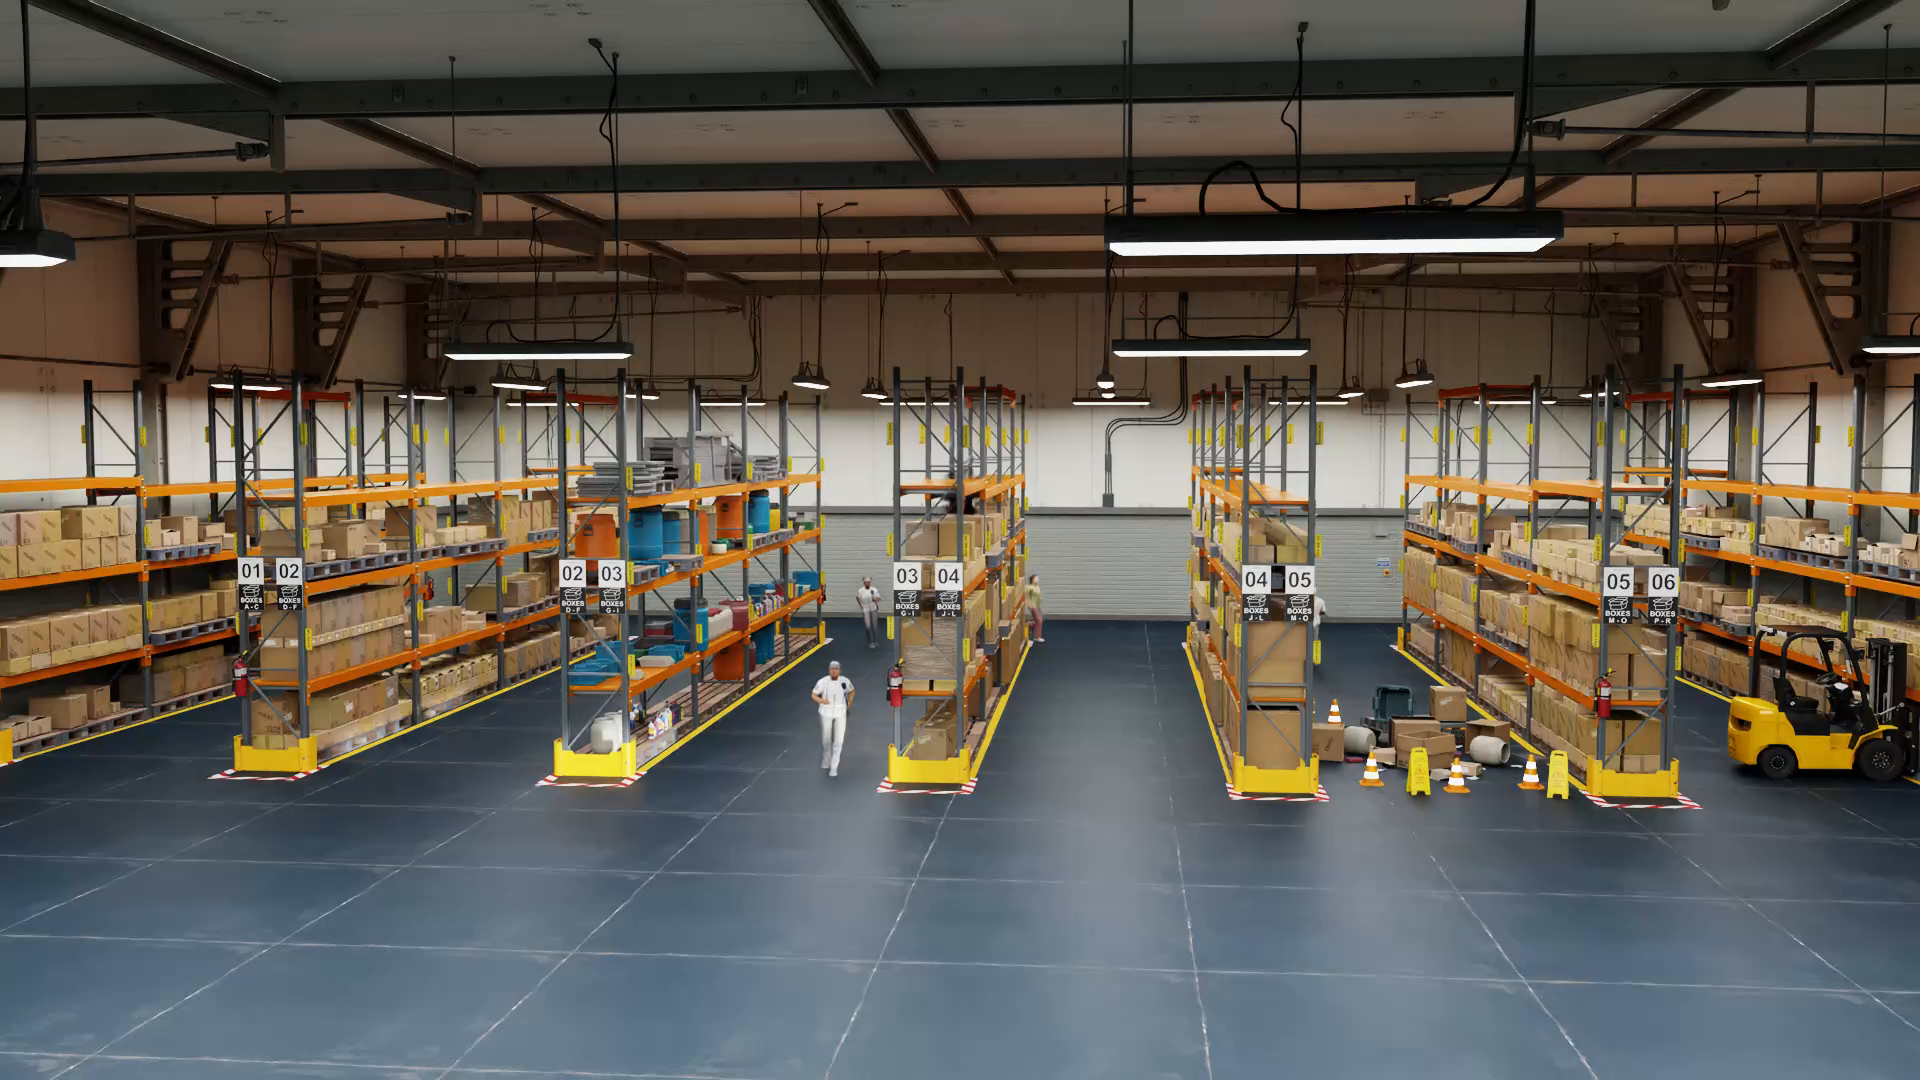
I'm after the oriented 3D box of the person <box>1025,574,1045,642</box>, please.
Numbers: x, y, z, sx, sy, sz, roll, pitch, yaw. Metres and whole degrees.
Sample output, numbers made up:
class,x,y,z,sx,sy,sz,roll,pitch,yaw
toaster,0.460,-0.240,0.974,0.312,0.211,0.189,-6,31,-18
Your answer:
class,x,y,z,sx,sy,sz,roll,pitch,yaw
person,1.799,1.660,40.795,0.651,1.647,0.614,2,4,30

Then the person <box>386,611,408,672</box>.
class,x,y,z,sx,sy,sz,roll,pitch,yaw
person,-11.658,1.991,34.152,0.665,1.782,0.962,0,4,-4

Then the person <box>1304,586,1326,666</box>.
class,x,y,z,sx,sy,sz,roll,pitch,yaw
person,7.596,1.875,36.033,0.677,1.823,0.738,0,4,-6

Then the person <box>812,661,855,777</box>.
class,x,y,z,sx,sy,sz,roll,pitch,yaw
person,-1.888,2.651,24.774,0.640,1.727,0.749,0,4,-4

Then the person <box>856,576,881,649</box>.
class,x,y,z,sx,sy,sz,roll,pitch,yaw
person,-2.165,1.726,39.463,0.577,1.758,0.710,0,4,-8
